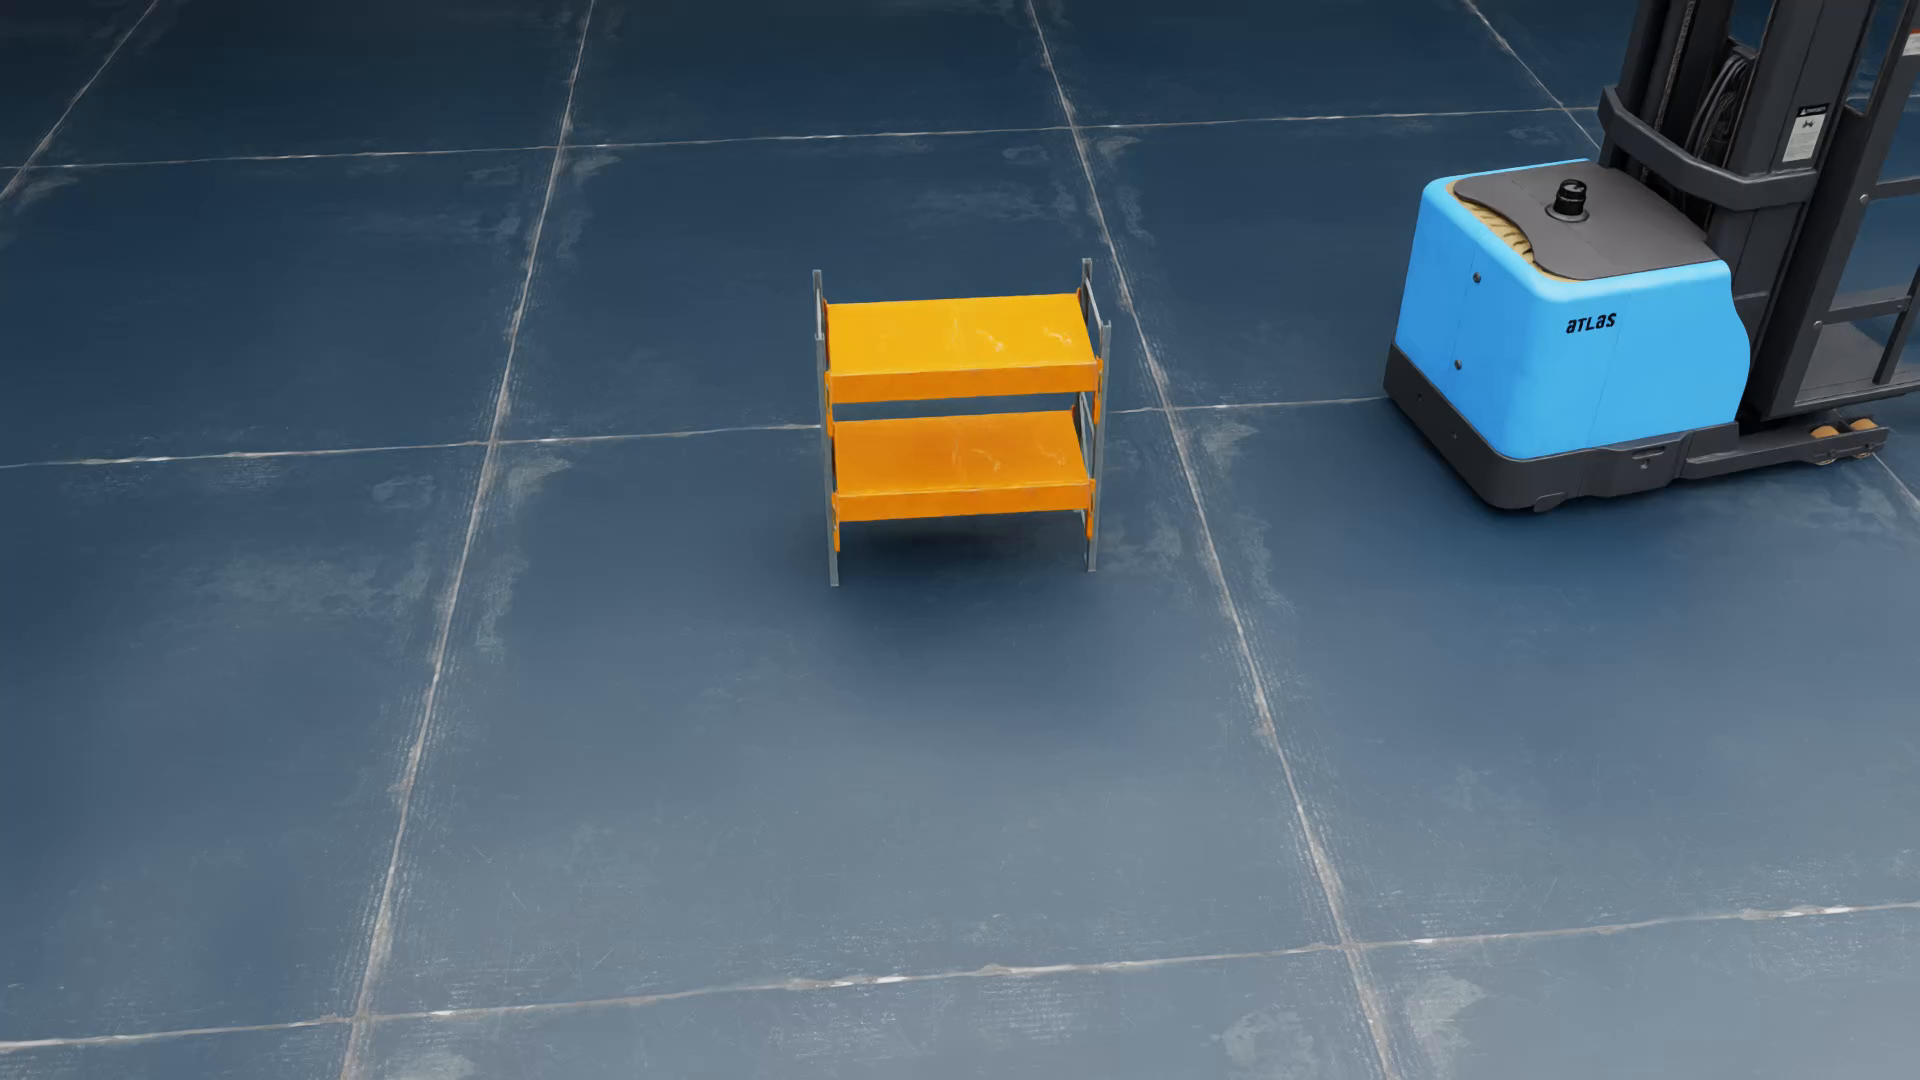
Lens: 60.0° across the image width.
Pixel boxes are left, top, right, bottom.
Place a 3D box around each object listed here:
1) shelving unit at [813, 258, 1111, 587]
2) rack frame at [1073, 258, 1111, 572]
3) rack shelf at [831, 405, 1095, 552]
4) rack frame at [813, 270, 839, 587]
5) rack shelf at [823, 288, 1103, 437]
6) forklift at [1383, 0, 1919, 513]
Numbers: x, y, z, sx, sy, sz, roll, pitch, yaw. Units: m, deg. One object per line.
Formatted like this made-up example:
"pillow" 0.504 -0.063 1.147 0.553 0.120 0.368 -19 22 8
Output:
"shelving unit" -0.007 -0.441 6.401 1.048 1.125 0.538 -3 38 -4
"rack frame" 0.500 -0.469 6.436 0.032 1.125 0.500 -3 38 -4
"rack shelf" -0.007 -0.249 6.553 1.000 0.278 0.538 -3 38 -4
"rack frame" -0.513 -0.413 6.366 0.032 1.125 0.500 -3 38 -4
"rack shelf" -0.007 -0.671 6.220 1.000 0.278 0.538 -3 38 -4
"forklift" 3.487 -1.777 6.636 3.031 2.935 1.130 -10 39 -13
